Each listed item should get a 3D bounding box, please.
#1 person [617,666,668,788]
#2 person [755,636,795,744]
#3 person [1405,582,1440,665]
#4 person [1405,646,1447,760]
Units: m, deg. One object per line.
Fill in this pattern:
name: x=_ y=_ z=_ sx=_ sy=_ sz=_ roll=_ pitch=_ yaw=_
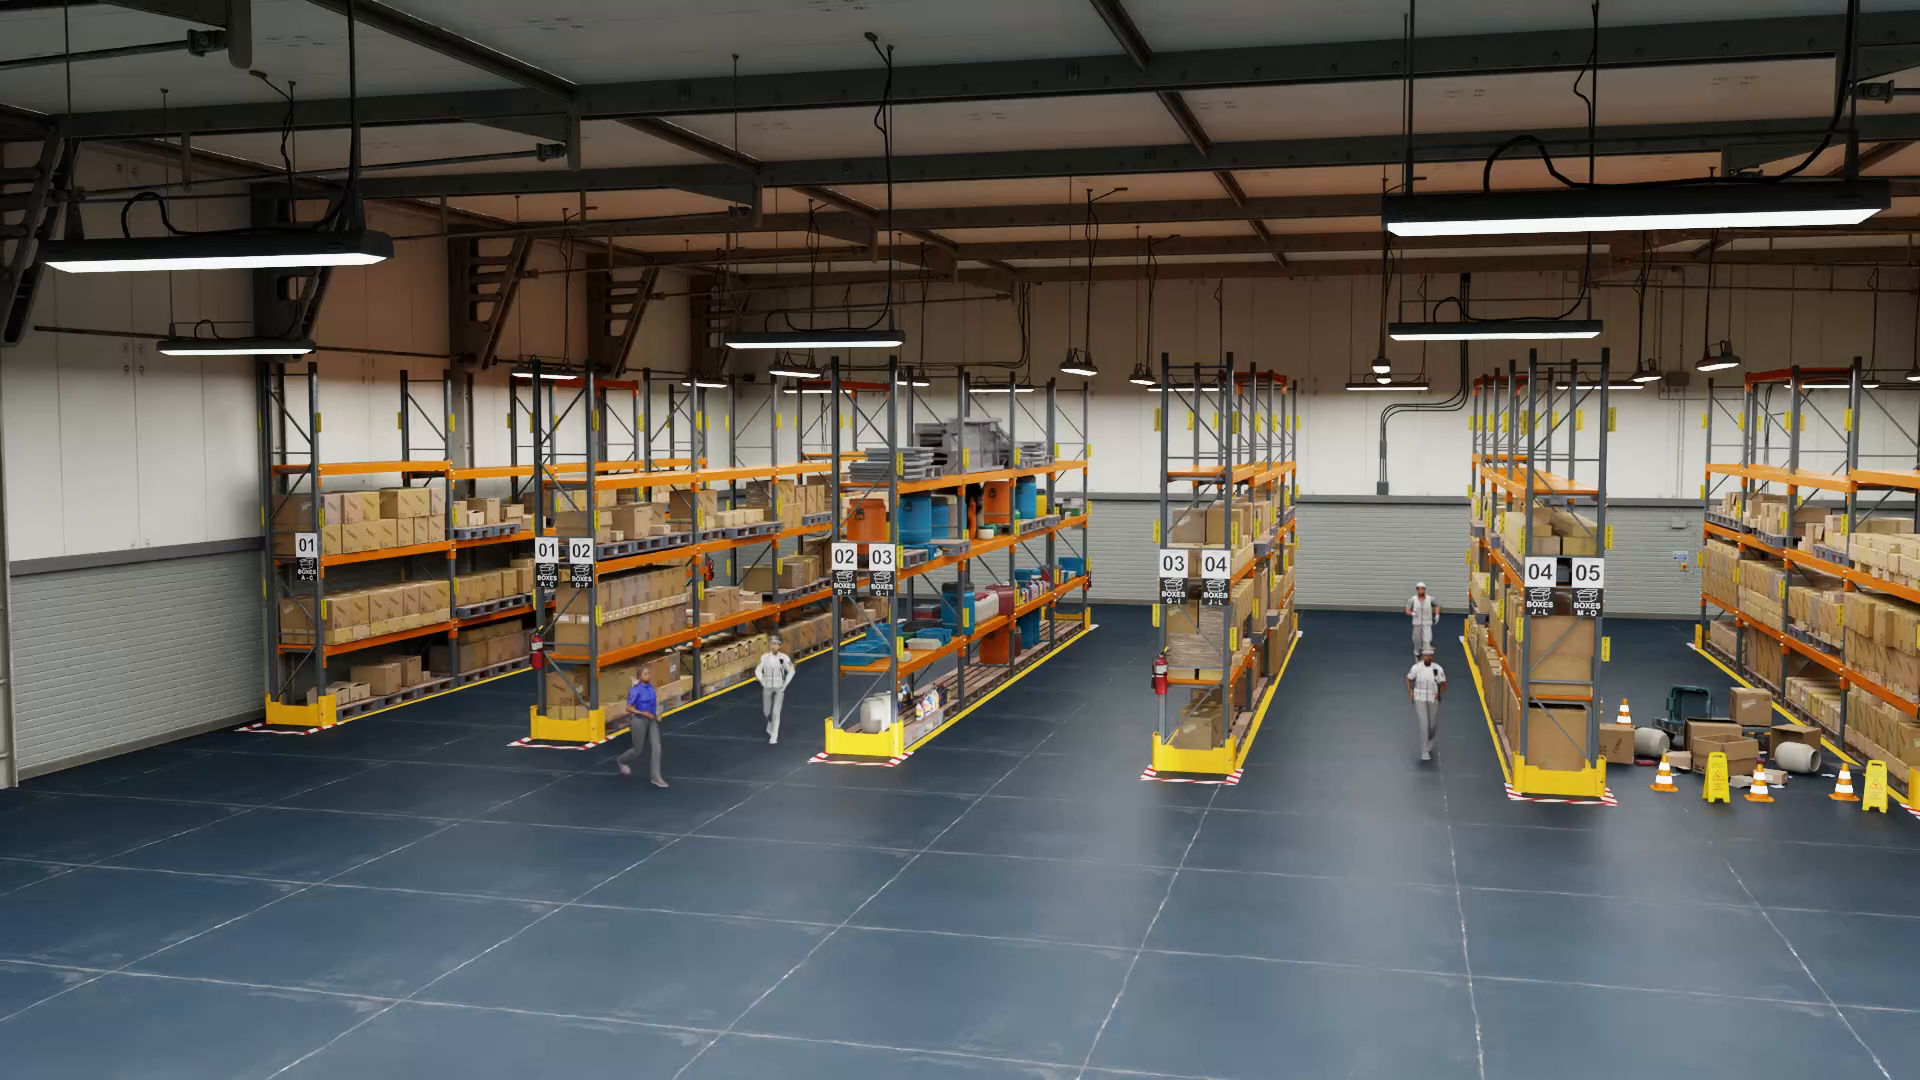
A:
person: x=-4.388 y=2.560 z=22.994 sx=0.902 sy=1.647 sz=0.587 roll=3 pitch=5 yaw=37
person: x=-2.919 y=2.343 z=26.247 sx=0.633 sy=1.704 sz=0.645 roll=0 pitch=4 yaw=5
person: x=9.331 y=1.759 z=33.579 sx=0.662 sy=1.820 sz=0.796 roll=1 pitch=4 yaw=18
person: x=6.989 y=2.410 z=24.941 sx=0.600 sy=1.684 sz=0.709 roll=1 pitch=4 yaw=10
